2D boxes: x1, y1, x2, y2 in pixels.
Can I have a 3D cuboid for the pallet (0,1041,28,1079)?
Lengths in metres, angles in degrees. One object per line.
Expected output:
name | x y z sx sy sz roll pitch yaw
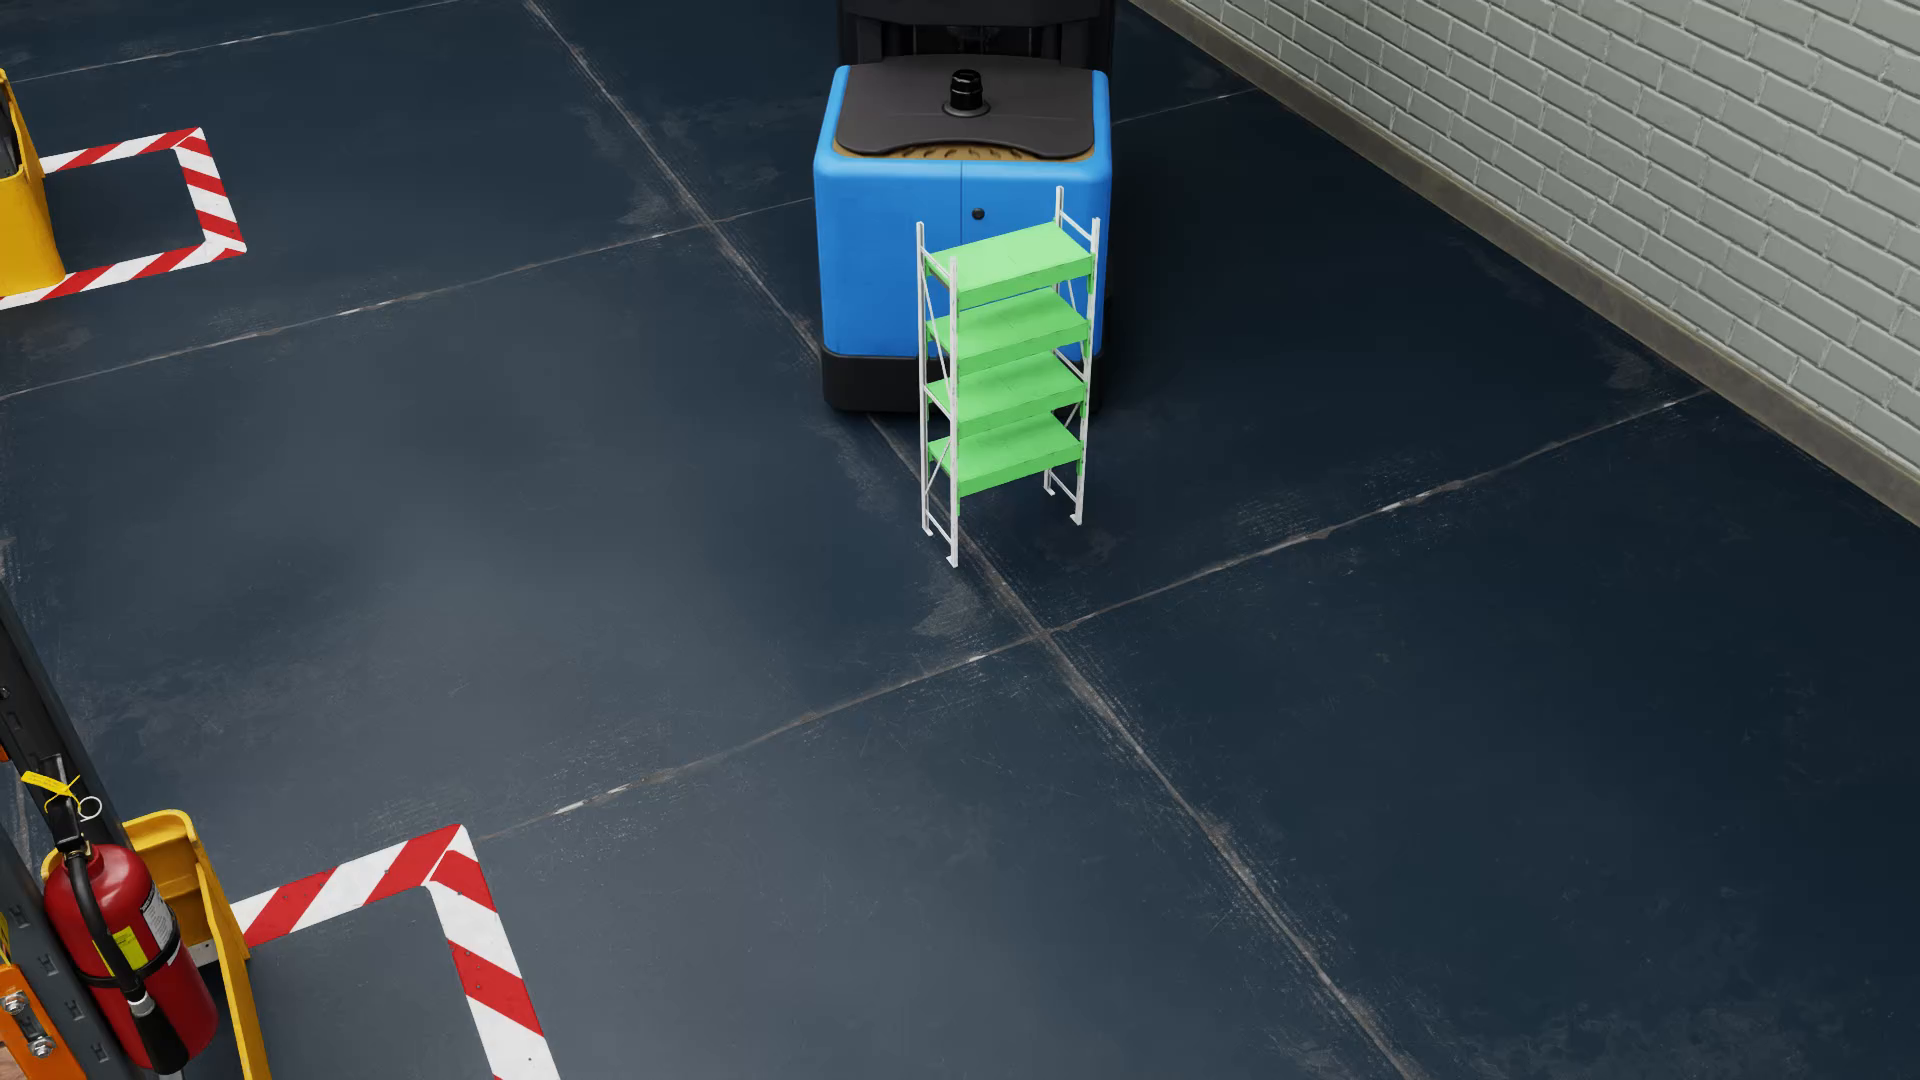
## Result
pallet | -2.598 1.588 3.711 1.213 0.211 1.003 -19 44 -21

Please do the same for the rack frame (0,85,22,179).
rack frame | -4.134 -2.540 6.429 0.127 3.000 1.000 -19 44 -21

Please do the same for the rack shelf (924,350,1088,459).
rack shelf | 0.147 -0.459 5.462 0.480 0.148 0.258 -19 44 -21

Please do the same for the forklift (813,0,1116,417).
forklift | 0.074 -2.511 6.447 1.130 2.935 3.031 2 40 2

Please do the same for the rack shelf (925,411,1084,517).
rack shelf | 0.147 -0.275 5.617 0.480 0.148 0.258 -19 44 -21

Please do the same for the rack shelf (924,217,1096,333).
rack shelf | 0.147 -0.825 5.152 0.480 0.148 0.258 -19 44 -21

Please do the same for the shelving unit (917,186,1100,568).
shelving unit | 0.147 -0.507 5.421 0.503 1.200 0.258 -19 44 -21

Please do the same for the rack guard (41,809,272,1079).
rack guard | -1.834 1.239 3.899 0.348 0.500 1.175 -19 44 -21

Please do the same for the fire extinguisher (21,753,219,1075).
fire extinguisher | -1.505 0.687 2.966 0.183 0.674 0.296 -19 44 -21

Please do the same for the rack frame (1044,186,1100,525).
rack frame | 0.363 -0.580 5.507 0.015 1.200 0.240 -19 44 -21

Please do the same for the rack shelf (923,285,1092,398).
rack shelf | 0.147 -0.642 5.307 0.480 0.148 0.258 -19 44 -21

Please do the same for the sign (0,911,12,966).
sign | -1.580 0.547 2.655 0.005 0.325 0.100 -19 44 -21

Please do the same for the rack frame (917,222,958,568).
rack frame | -0.070 -0.435 5.335 0.015 1.200 0.240 -19 44 -21

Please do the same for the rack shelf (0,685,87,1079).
rack shelf | -3.623 1.171 2.602 4.000 0.370 1.077 -19 44 -21

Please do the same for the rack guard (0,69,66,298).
rack guard | -4.201 -1.563 7.210 0.348 0.500 1.175 -19 44 -21

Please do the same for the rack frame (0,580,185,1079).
rack frame | -1.849 0.299 3.075 0.127 3.000 1.000 -19 44 -21
